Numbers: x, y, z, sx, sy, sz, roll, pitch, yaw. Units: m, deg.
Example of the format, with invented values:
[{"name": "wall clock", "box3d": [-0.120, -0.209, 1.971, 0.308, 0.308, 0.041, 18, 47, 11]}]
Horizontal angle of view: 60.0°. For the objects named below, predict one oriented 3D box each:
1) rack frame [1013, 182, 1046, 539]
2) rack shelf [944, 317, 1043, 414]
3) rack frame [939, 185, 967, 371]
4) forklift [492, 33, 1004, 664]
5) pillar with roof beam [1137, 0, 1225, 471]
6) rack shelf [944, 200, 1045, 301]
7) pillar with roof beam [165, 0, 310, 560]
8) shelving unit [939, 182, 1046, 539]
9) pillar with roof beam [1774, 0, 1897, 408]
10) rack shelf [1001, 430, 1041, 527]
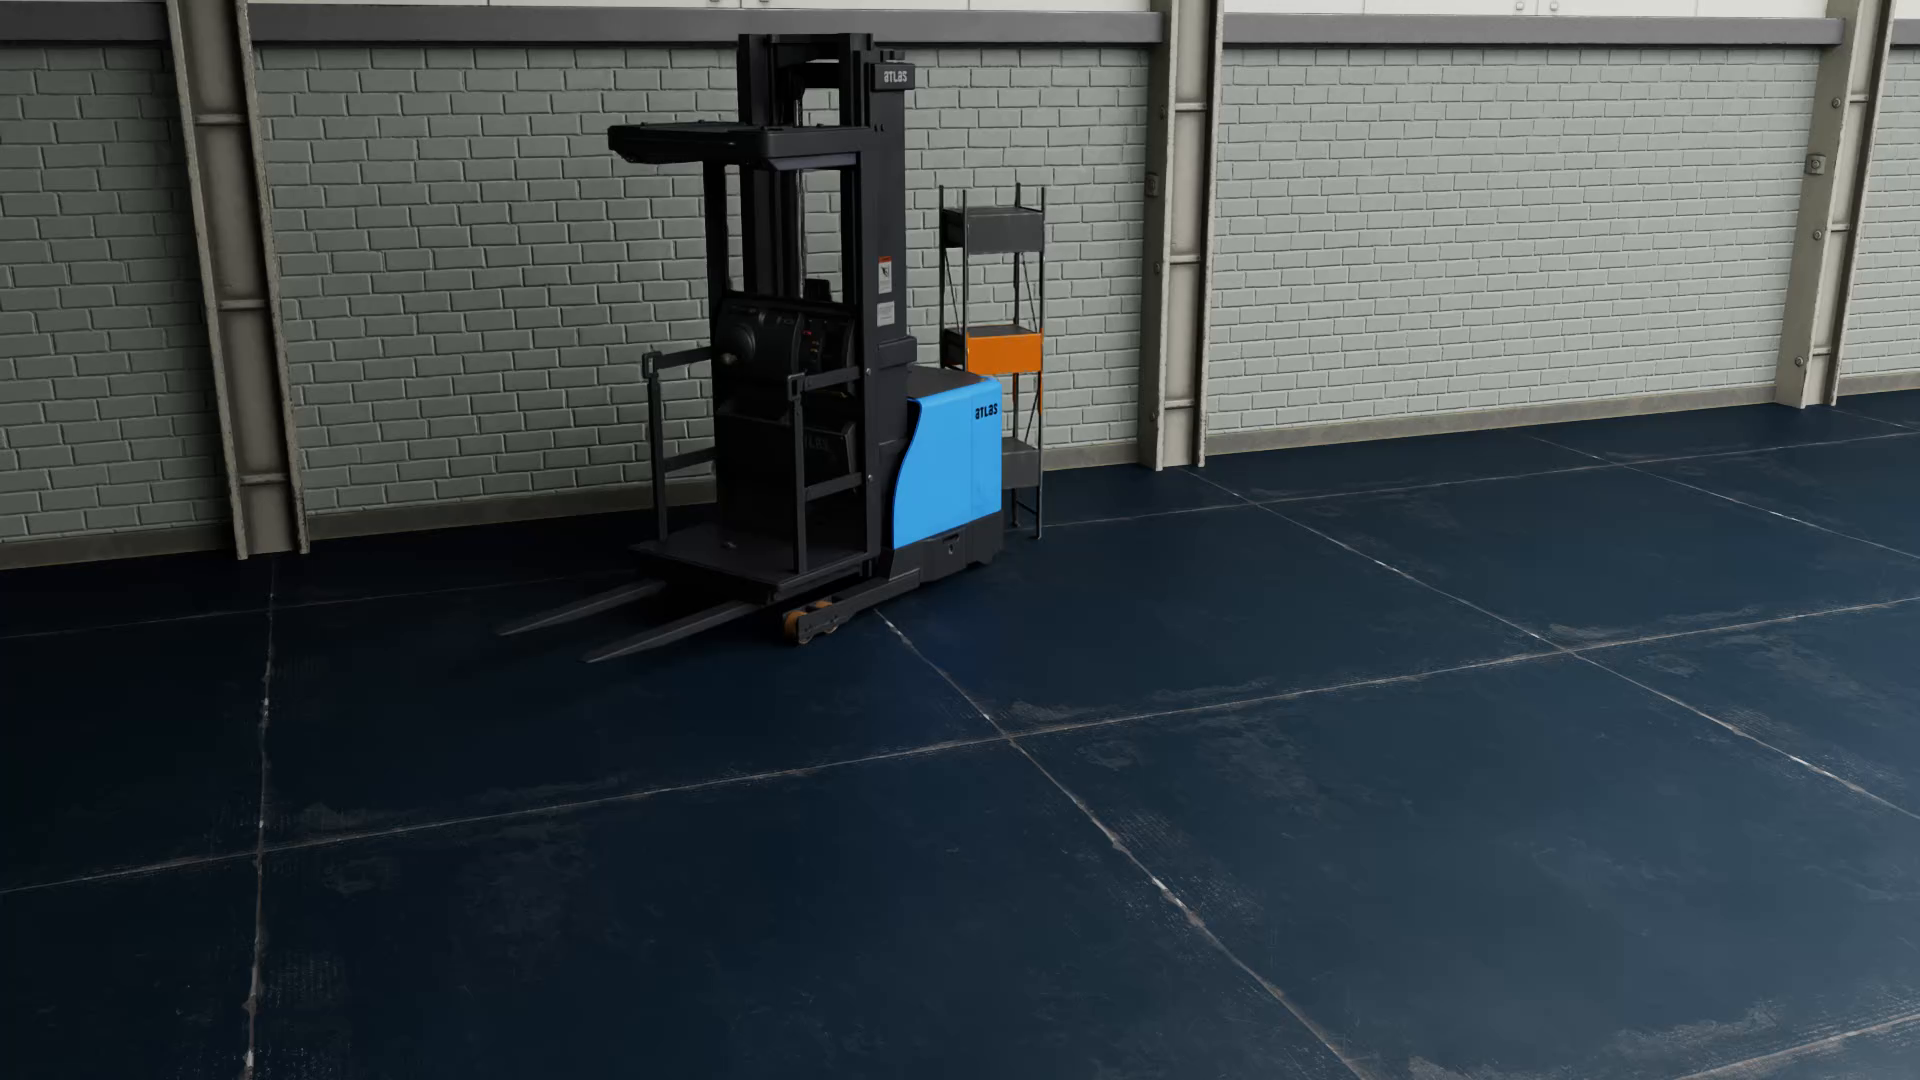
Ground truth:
[{"name": "rack frame", "box3d": [0.412, -1.064, 9.995, 0.015, 2.100, 0.400, -6, 18, -21]}, {"name": "rack shelf", "box3d": [0.186, -1.025, 9.911, 0.480, 0.518, 0.431, -6, 18, -21]}, {"name": "rack frame", "box3d": [-0.040, -1.013, 9.820, 0.015, 2.100, 0.400, -6, 18, -21]}, {"name": "forklift", "box3d": [-1.031, -1.041, 8.442, 1.130, 2.935, 3.031, 12, 20, 35]}, {"name": "pillar with roof beam", "box3d": [3.054, -3.734, 6.844, 0.400, 9.000, 9.100, -6, 17, -20]}, {"name": "rack shelf", "box3d": [0.186, -1.697, 9.714, 0.480, 0.518, 0.431, -6, 18, -21]}, {"name": "pillar with roof beam", "box3d": [-2.549, -3.130, 4.784, 0.400, 9.000, 9.100, -6, 17, -20]}, {"name": "shelving unit", "box3d": [0.186, -1.038, 9.907, 0.503, 2.100, 0.431, -6, 18, -21]}, {"name": "pillar with roof beam", "box3d": [8.657, -4.339, 8.904, 0.400, 9.000, 9.100, -6, 17, -20]}, {"name": "rack shelf", "box3d": [0.186, -0.354, 10.109, 0.480, 0.518, 0.431, -6, 18, -21]}]
